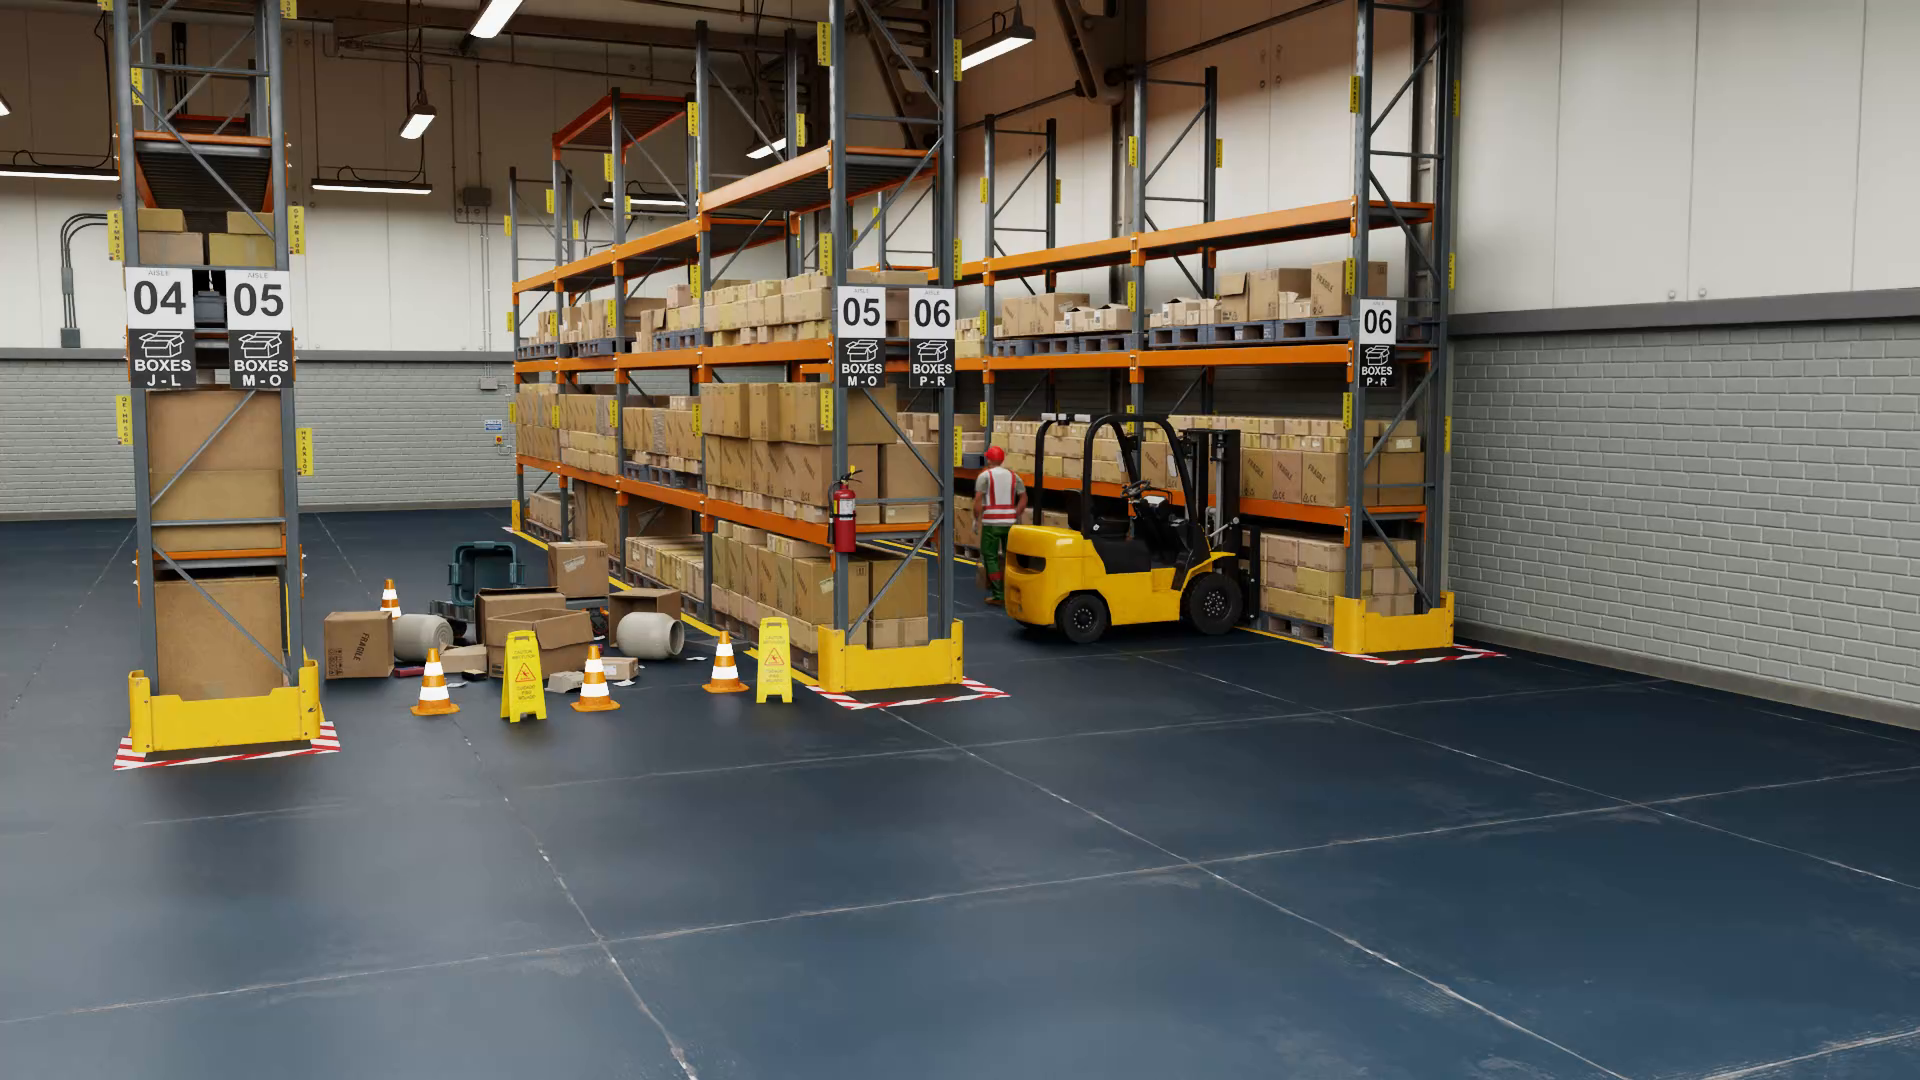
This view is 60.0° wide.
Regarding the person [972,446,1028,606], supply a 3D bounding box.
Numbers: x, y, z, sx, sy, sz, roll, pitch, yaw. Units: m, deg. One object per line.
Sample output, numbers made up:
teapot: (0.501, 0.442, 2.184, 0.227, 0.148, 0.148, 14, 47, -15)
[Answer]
person: (0.446, -0.170, 18.551, 0.650, 1.757, 0.507, -3, 6, -25)
